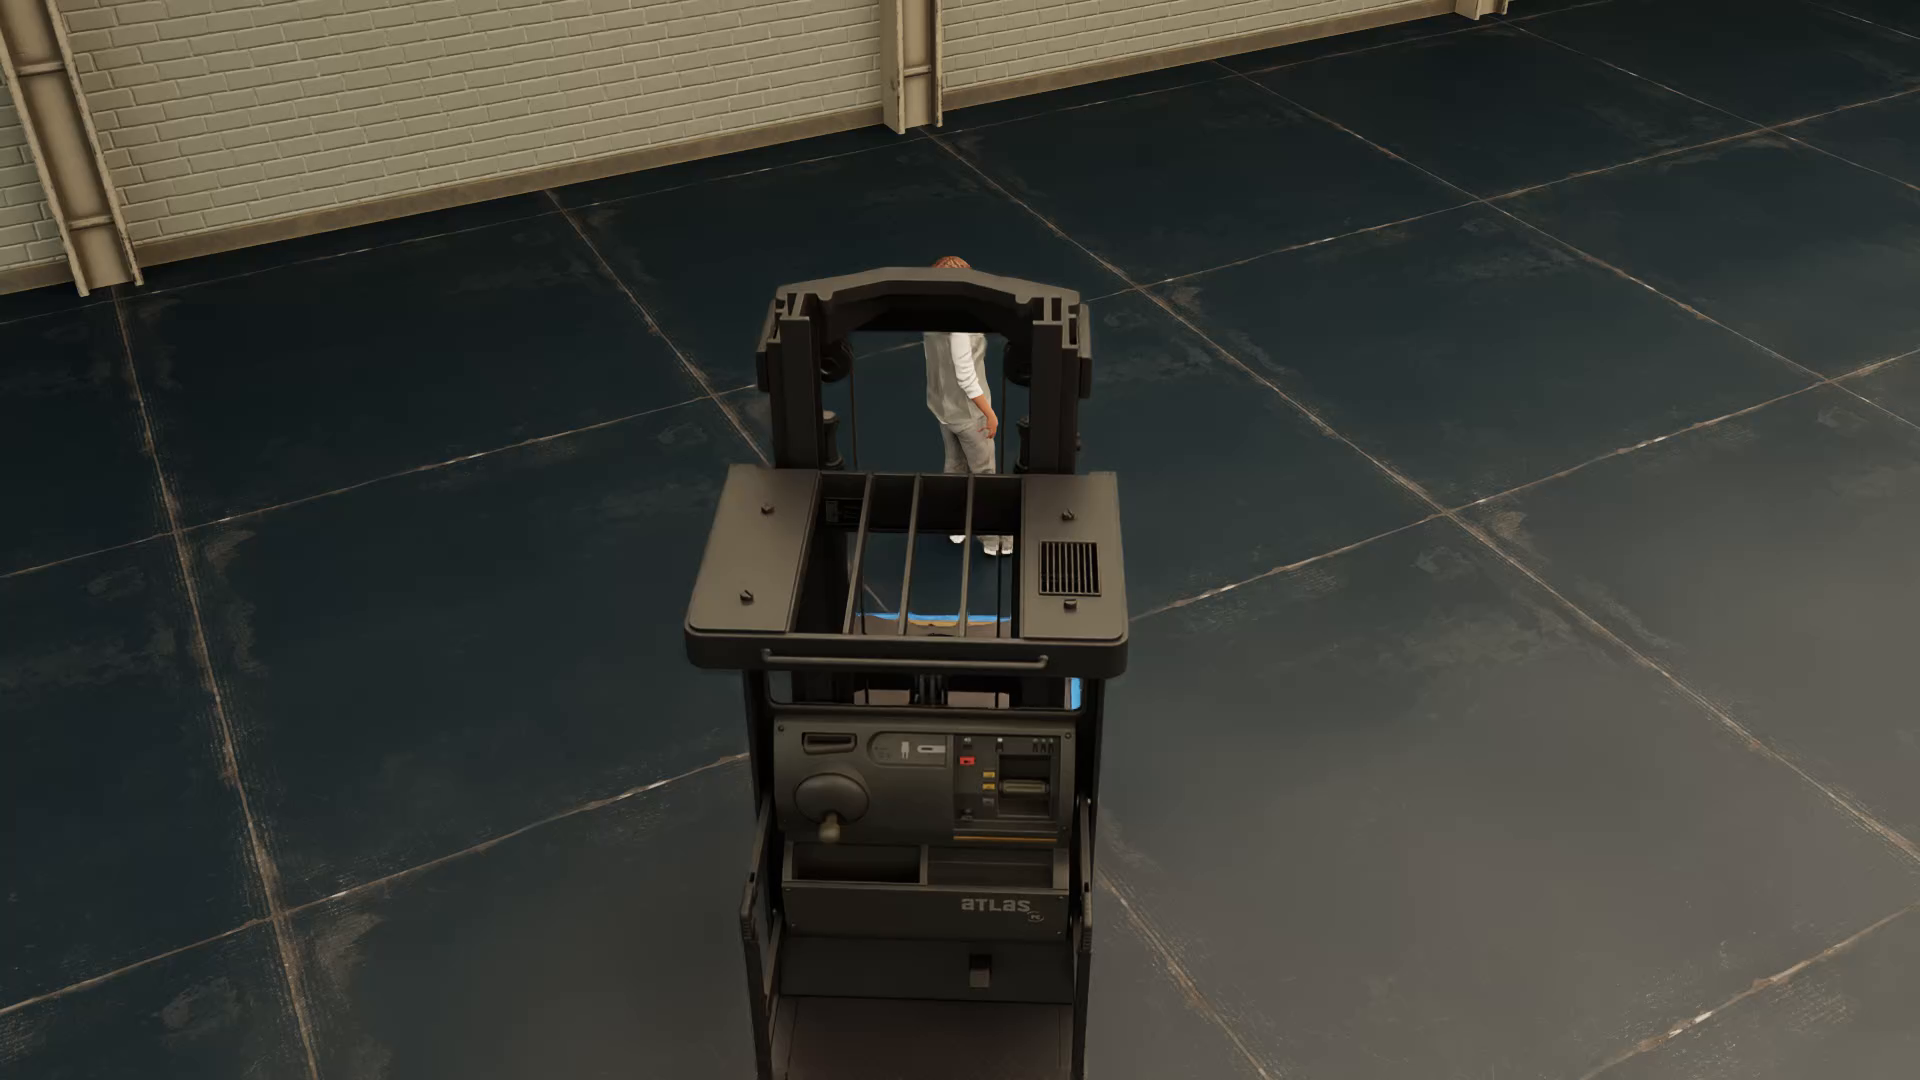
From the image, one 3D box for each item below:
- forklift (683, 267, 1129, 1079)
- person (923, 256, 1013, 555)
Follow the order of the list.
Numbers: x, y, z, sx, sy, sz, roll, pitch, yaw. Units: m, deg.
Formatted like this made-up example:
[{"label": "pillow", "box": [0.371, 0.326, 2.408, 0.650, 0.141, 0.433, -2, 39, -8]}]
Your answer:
[{"label": "forklift", "box": [-0.117, 0.812, 4.974, 1.130, 2.935, 3.031, 1, 35, 2]}, {"label": "person", "box": [0.073, -0.665, 8.219, 0.473, 1.585, 0.520, -17, 39, -23]}]
